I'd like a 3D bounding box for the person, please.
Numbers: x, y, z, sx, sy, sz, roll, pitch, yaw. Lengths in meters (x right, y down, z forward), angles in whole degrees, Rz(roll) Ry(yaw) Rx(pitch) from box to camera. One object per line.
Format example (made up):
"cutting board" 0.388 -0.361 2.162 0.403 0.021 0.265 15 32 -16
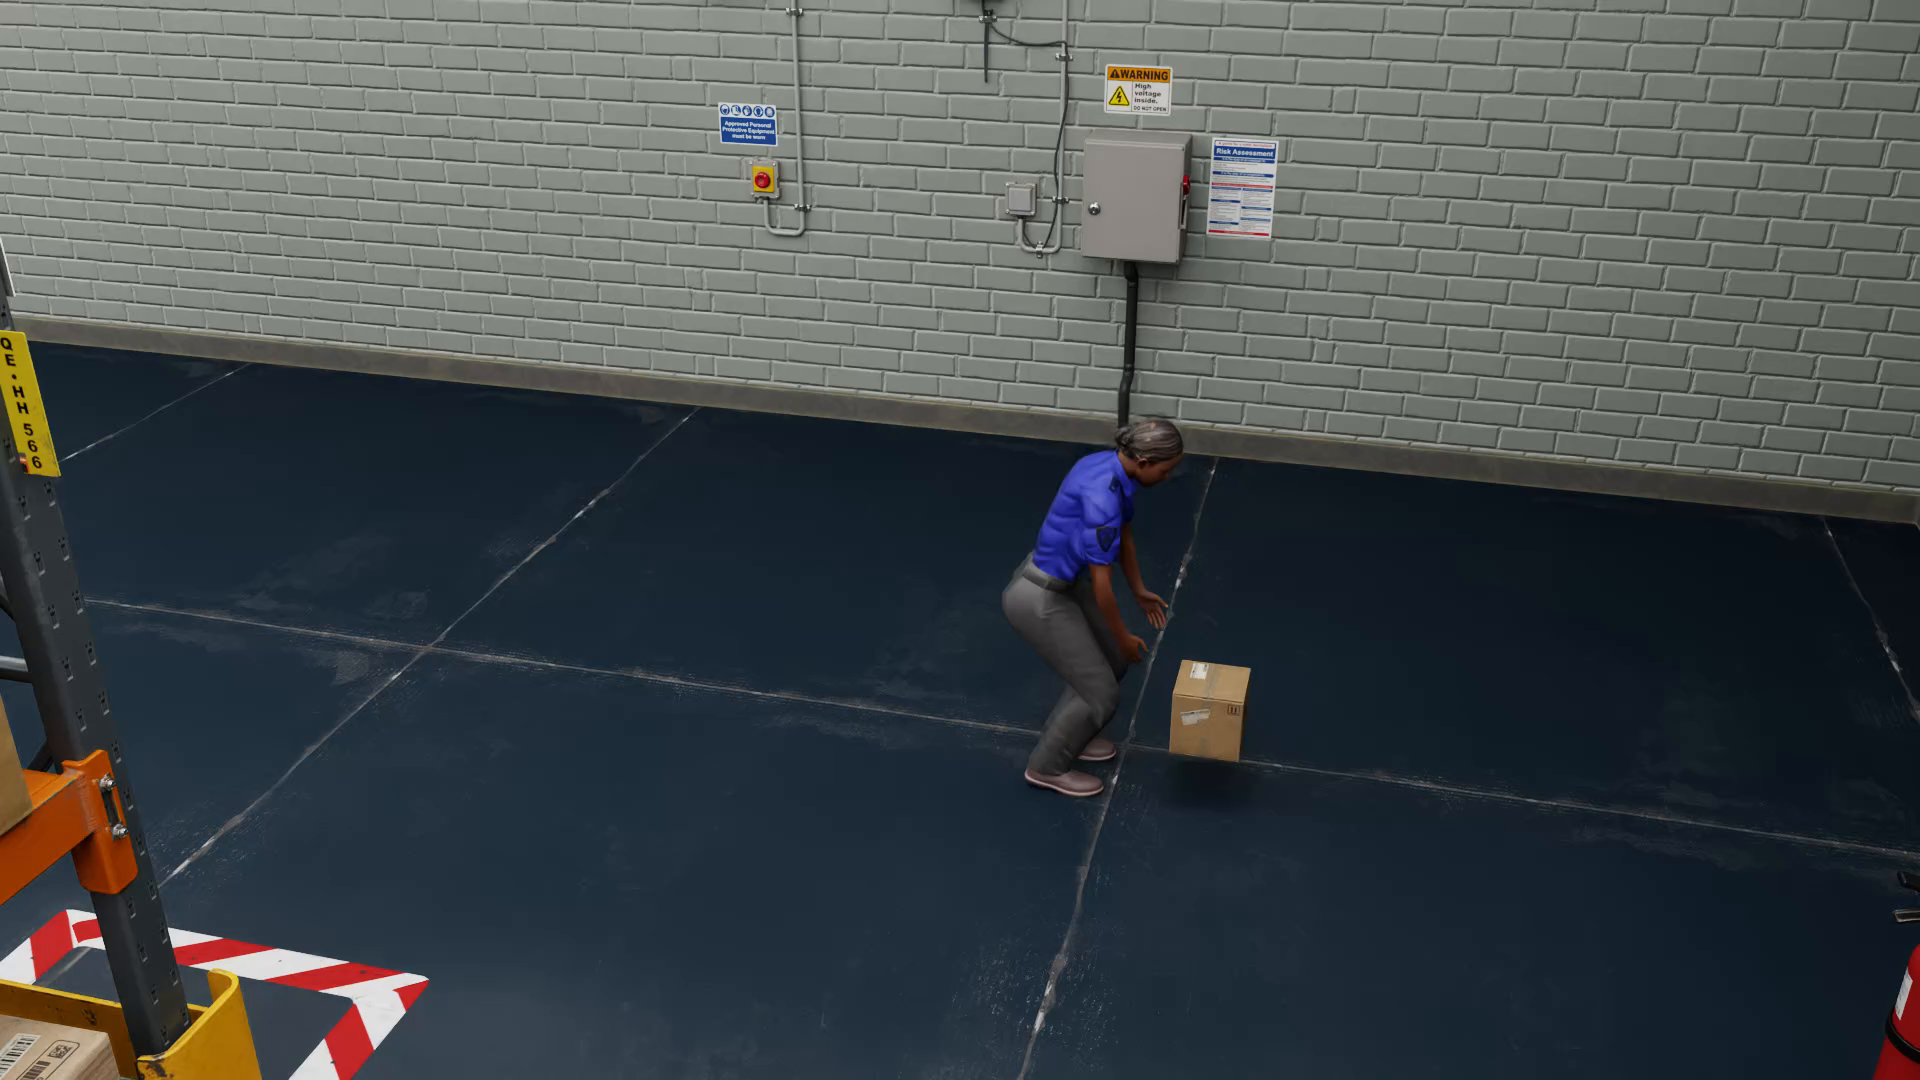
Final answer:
"person" 0.466 0.213 5.962 0.597 1.417 0.494 7 26 13
